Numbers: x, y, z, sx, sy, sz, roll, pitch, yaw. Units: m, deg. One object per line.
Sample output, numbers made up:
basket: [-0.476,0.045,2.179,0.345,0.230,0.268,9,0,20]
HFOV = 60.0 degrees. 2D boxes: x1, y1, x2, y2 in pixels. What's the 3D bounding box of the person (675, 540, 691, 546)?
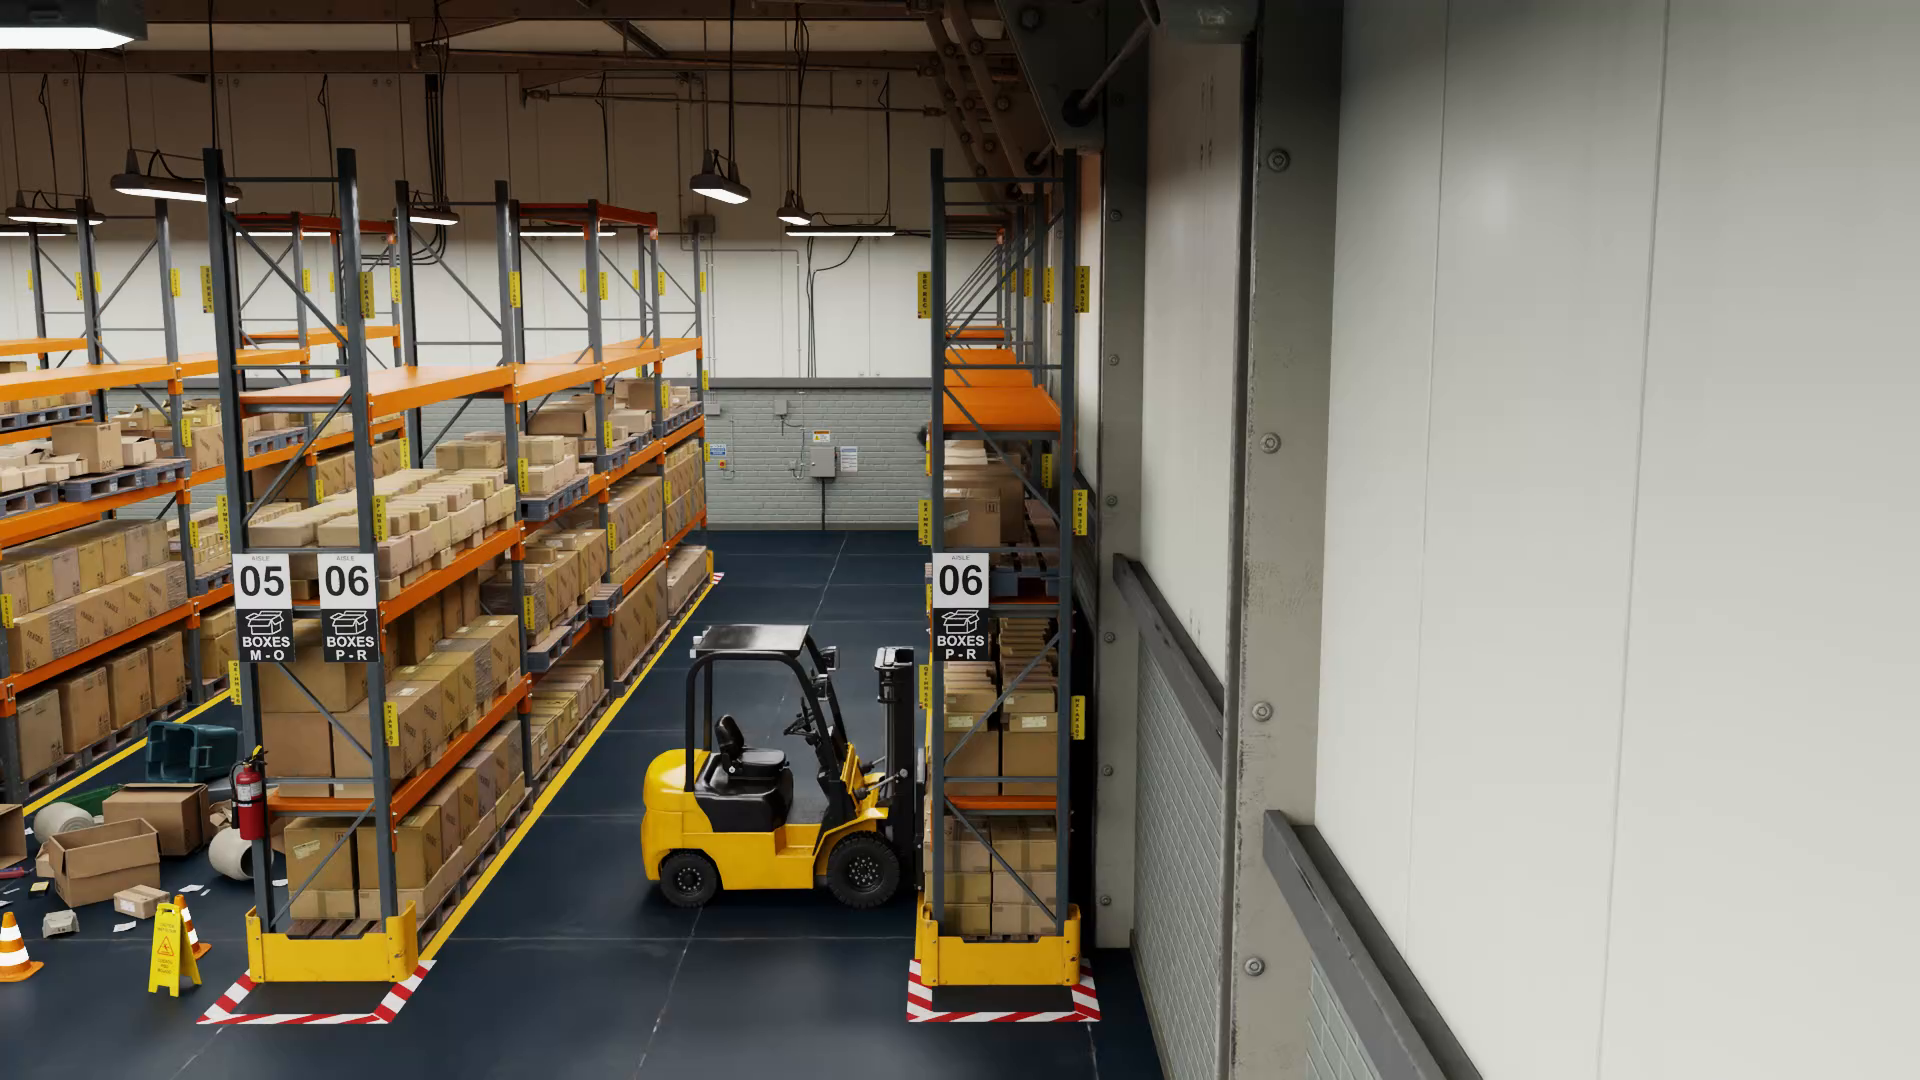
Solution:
person: [-5.079,-0.292,29.281,0.638,1.583,0.621,3,10,17]
